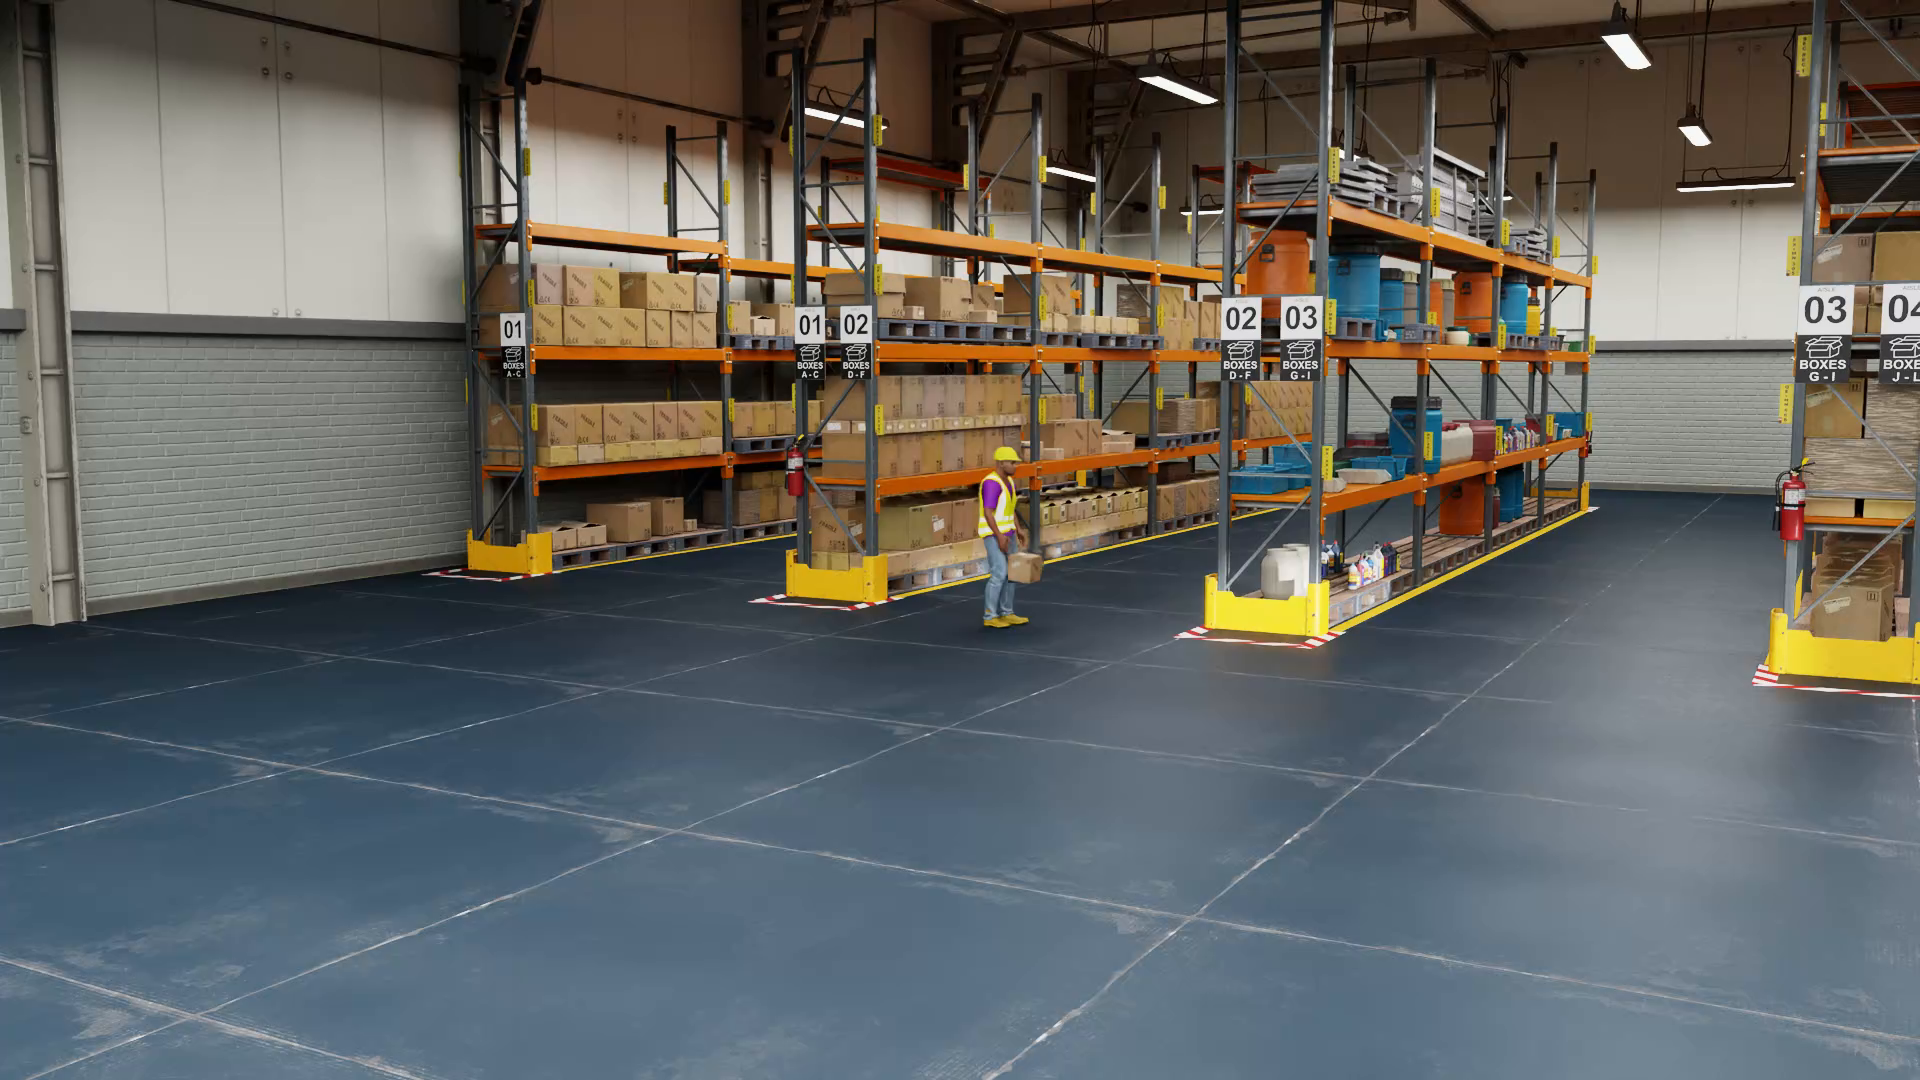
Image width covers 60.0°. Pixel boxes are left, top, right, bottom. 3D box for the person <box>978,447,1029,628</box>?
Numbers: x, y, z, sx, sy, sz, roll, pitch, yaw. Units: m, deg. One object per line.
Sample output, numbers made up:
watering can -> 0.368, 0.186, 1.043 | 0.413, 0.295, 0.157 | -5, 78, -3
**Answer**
person -> 0.422, -0.037, 16.404 | 0.457, 1.762, 0.586 | 3, 7, 27
